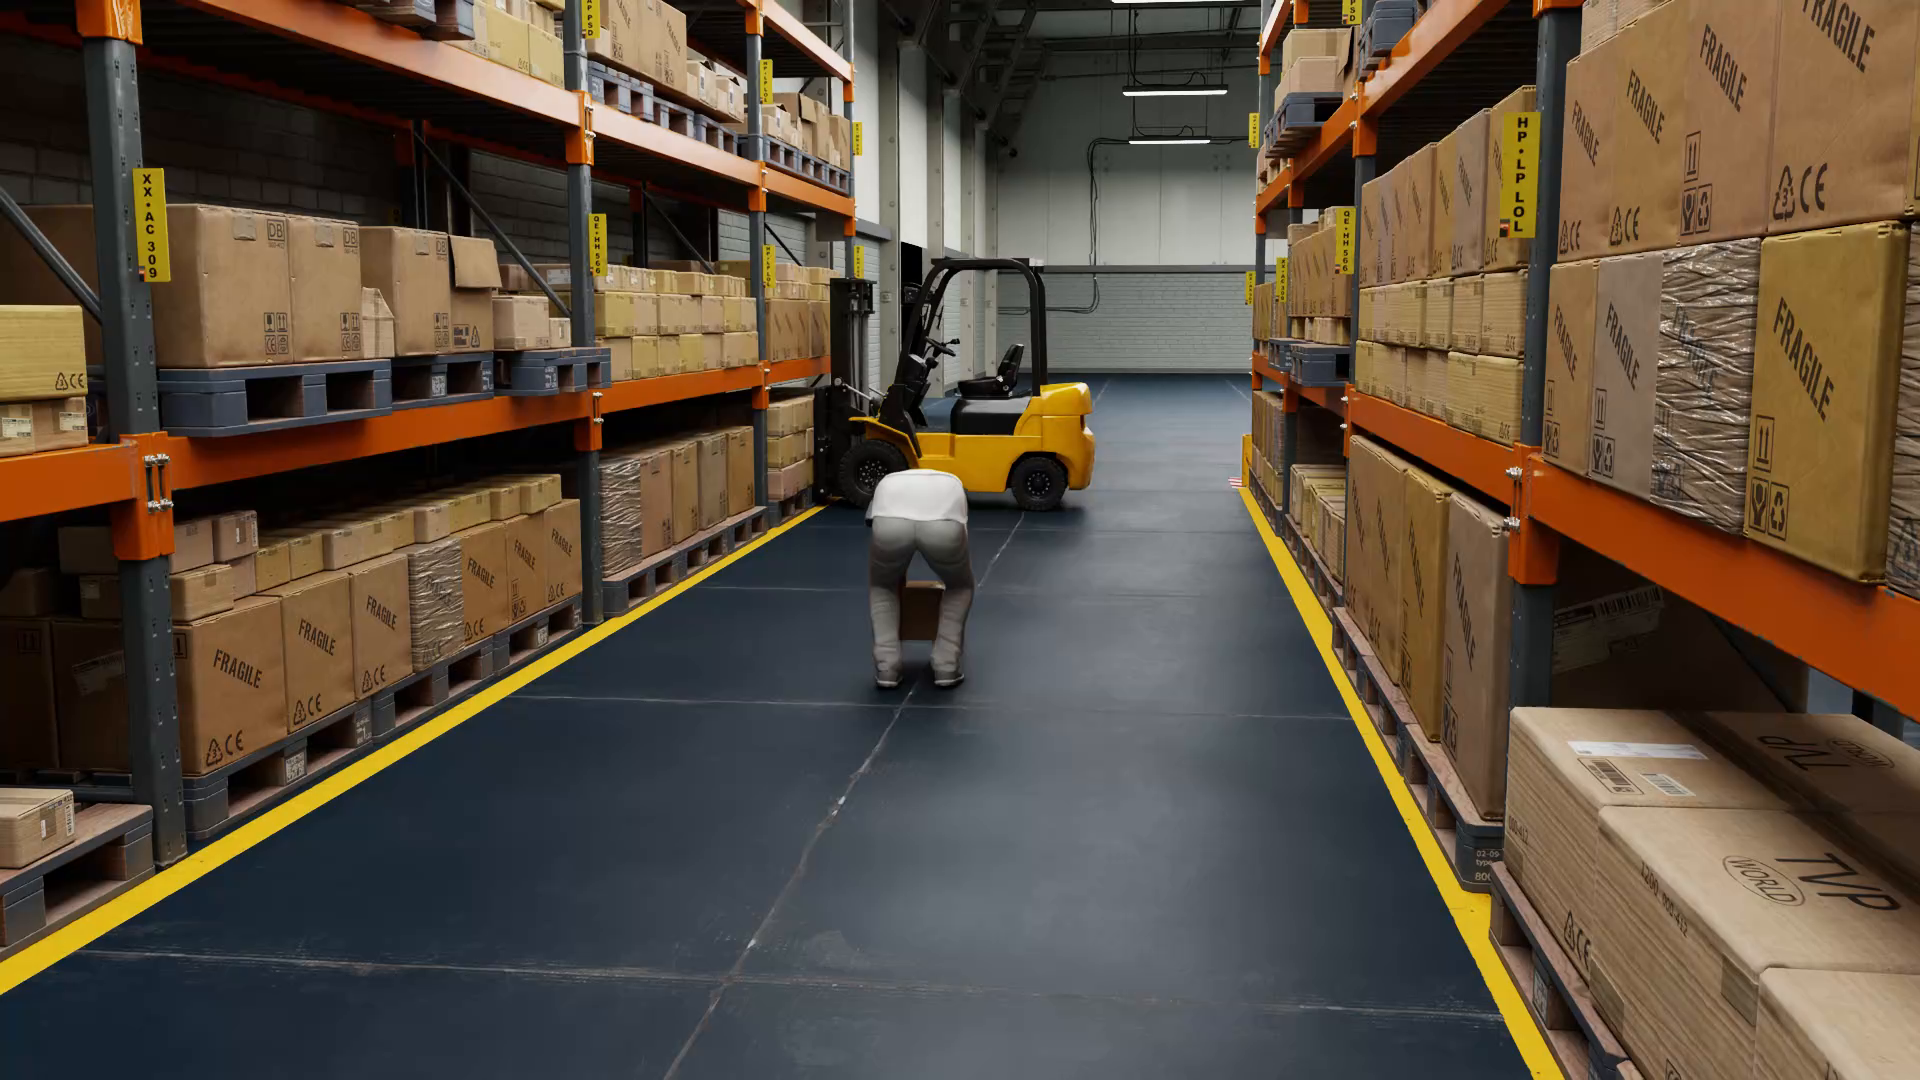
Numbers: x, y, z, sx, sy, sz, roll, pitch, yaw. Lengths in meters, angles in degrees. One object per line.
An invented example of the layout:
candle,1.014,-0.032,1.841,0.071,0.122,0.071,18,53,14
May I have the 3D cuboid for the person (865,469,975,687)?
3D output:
person,-0.175,0.149,7.713,0.495,0.990,0.923,0,8,4
